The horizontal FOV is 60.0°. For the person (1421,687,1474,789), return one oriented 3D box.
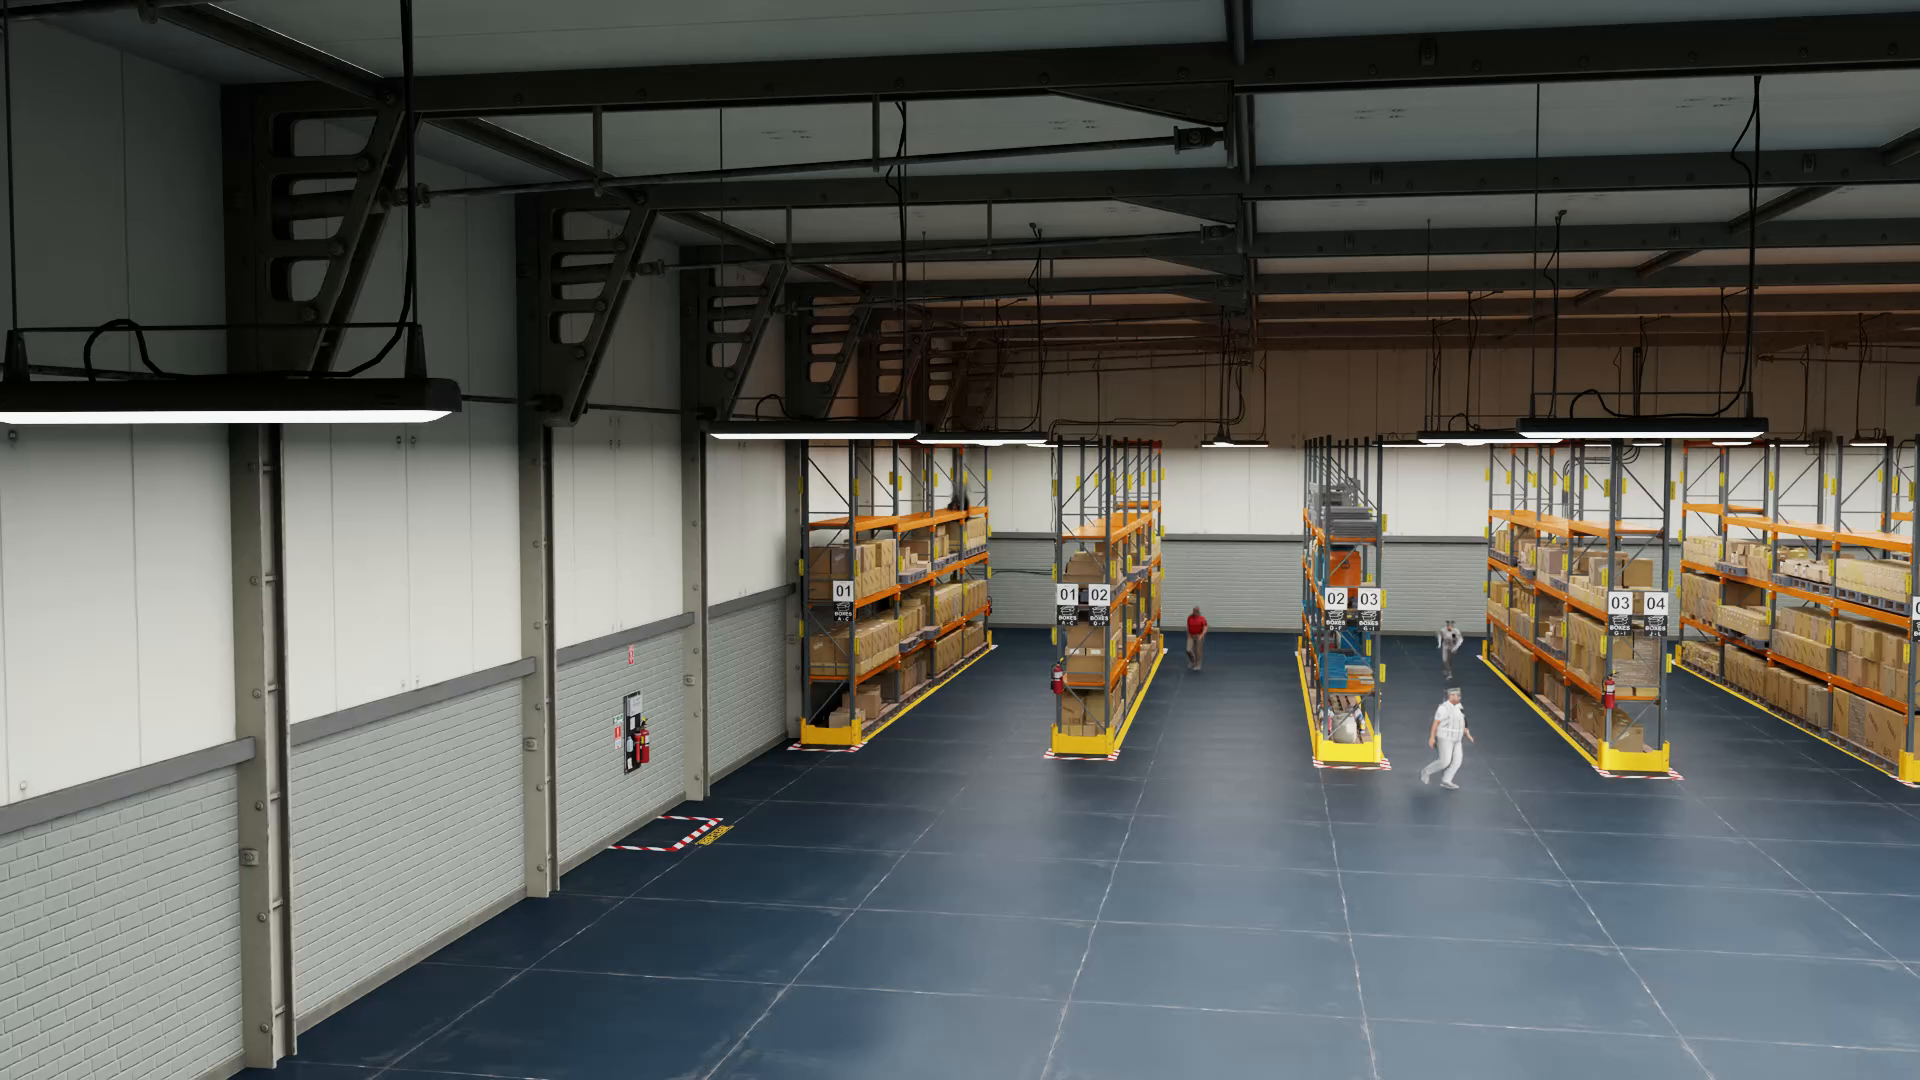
[{"bbox_3d":[8.217,3.334,28.130,0.710,1.733,0.684,-2,4,-35],"label":"person"}]

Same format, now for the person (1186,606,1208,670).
[{"bbox_3d":[6.110,2.552,43.099,0.674,1.689,0.804,1,3,24],"label":"person"}]

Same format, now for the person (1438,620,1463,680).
[{"bbox_3d":[12.294,2.726,41.714,0.611,1.523,1.031,1,3,17],"label":"person"}]
